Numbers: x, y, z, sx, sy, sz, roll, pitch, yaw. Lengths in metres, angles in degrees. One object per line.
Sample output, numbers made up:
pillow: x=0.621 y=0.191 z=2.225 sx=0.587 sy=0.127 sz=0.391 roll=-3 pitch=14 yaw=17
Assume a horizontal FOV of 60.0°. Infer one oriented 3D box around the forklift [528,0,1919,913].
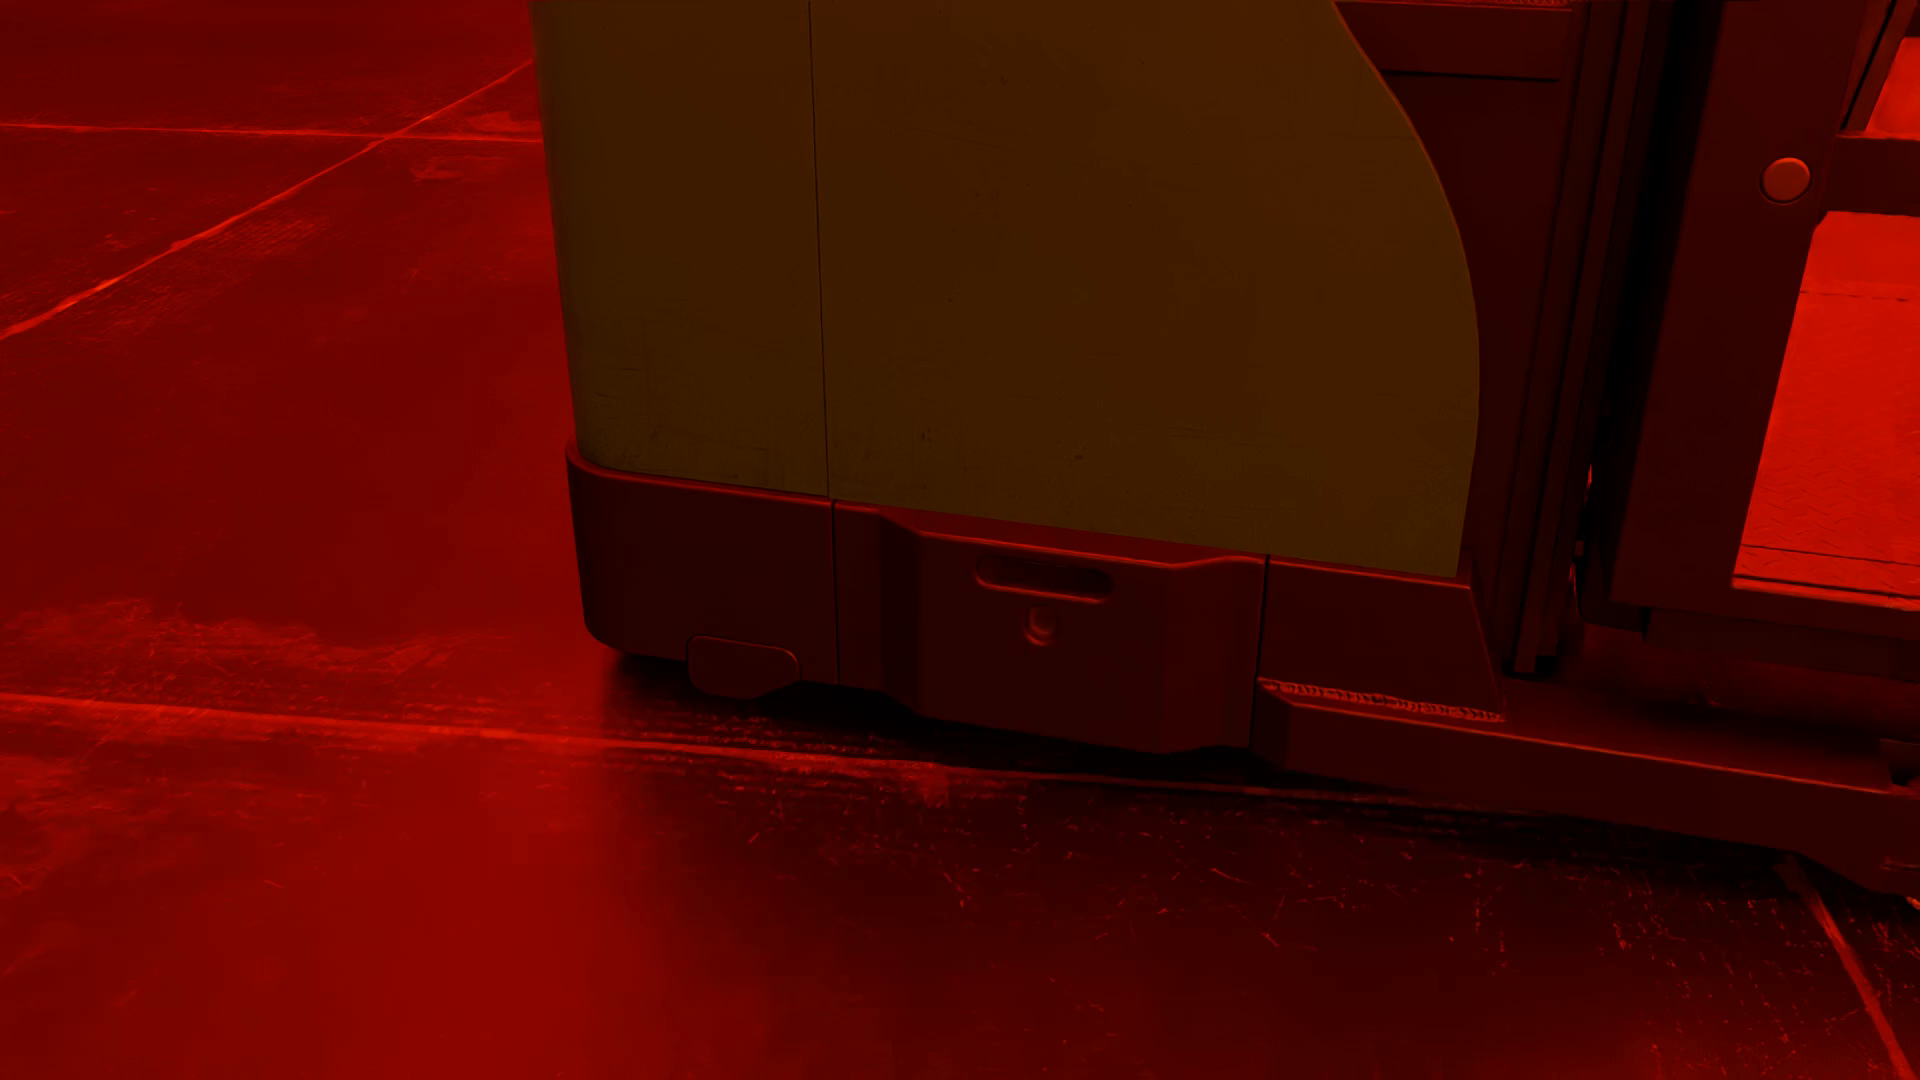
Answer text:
forklift: x=1.092 y=-1.154 z=1.529 sx=3.031 sy=2.935 sz=1.130 roll=8 pitch=27 yaw=15
